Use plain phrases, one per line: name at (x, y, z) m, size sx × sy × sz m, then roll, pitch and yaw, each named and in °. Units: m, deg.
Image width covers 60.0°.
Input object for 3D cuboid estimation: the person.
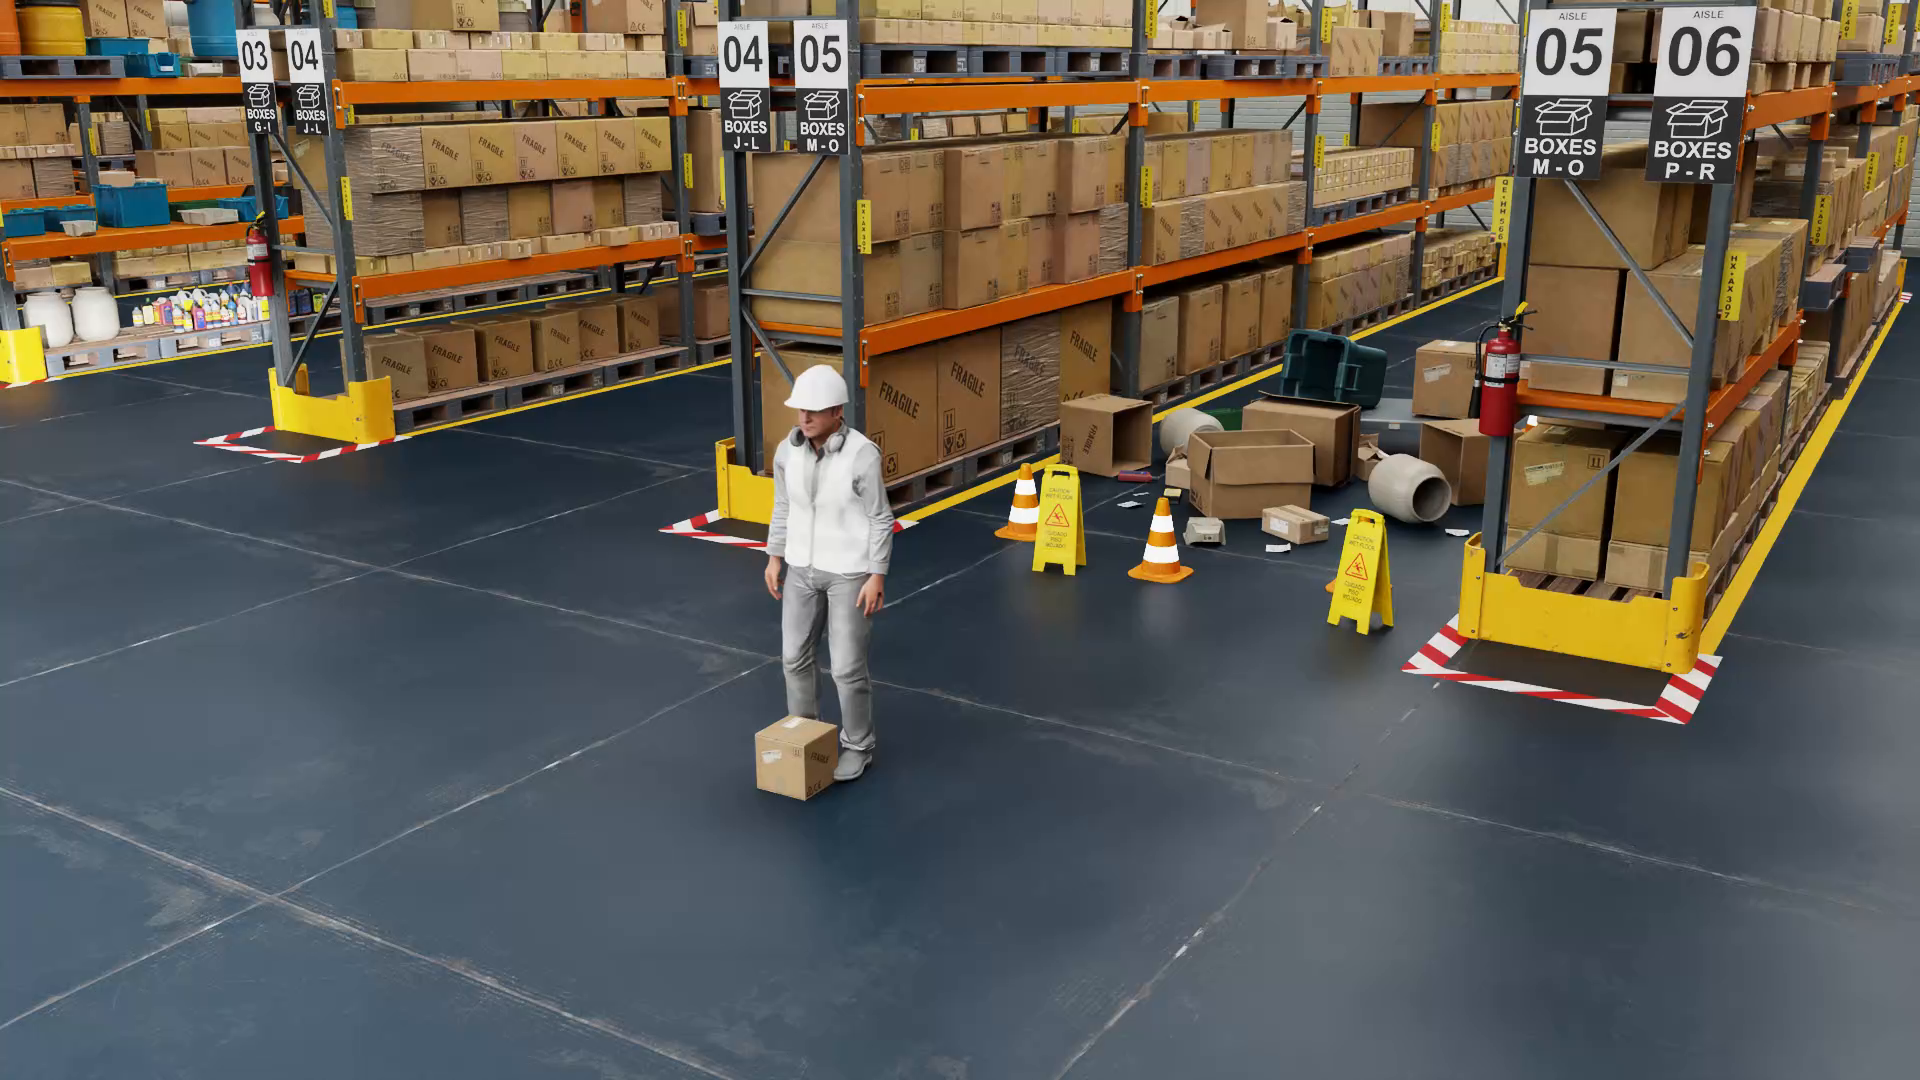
person at (-0.557, 0.127, 7.041) m, size 0.589 × 1.772 × 0.462 m, roll 9°, pitch 18°, yaw 29°
